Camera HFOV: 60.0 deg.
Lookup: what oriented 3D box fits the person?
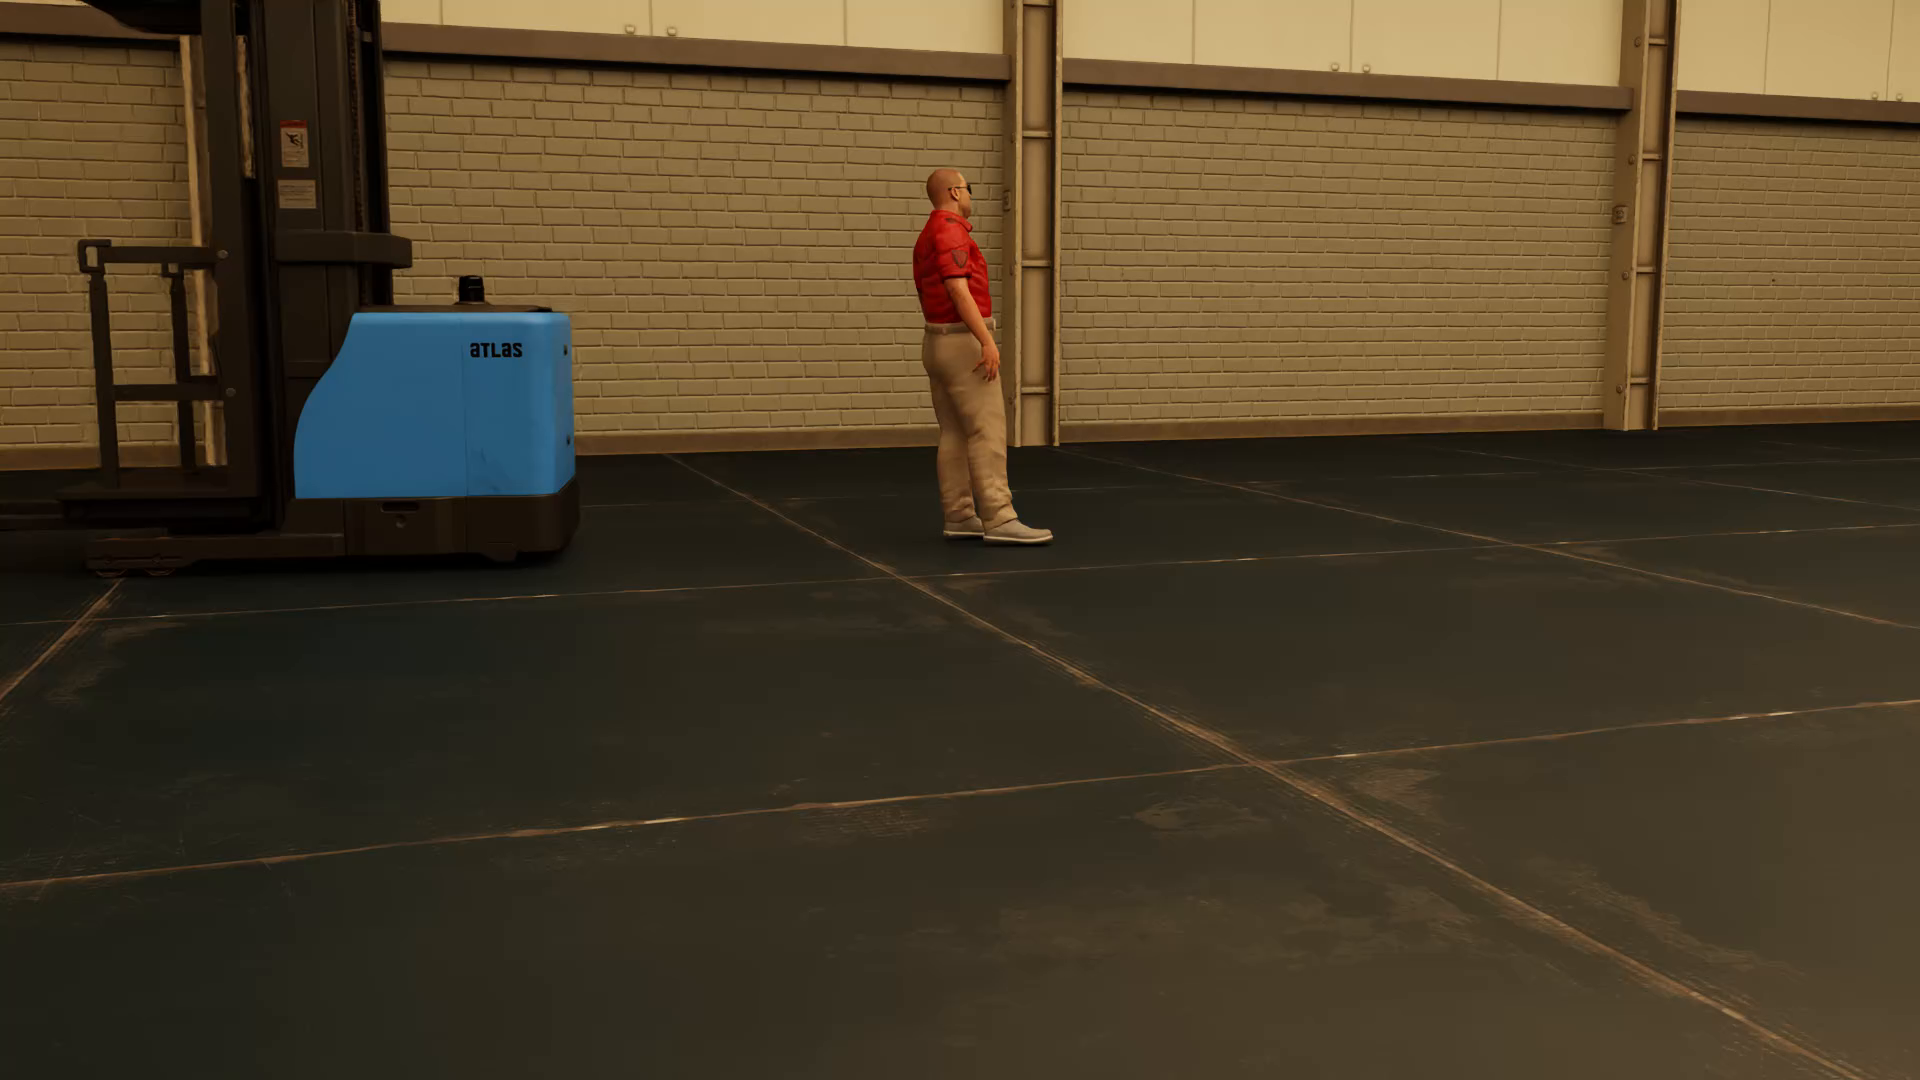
[{"bbox_3d":[0.089,-0.867,7.824,0.550,1.728,0.641,-3,8,-18],"label":"person"}]

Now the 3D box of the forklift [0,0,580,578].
[{"bbox_3d":[-3.264,-1.374,7.153,3.031,2.935,1.130,-1,8,-8],"label":"forklift"}]
